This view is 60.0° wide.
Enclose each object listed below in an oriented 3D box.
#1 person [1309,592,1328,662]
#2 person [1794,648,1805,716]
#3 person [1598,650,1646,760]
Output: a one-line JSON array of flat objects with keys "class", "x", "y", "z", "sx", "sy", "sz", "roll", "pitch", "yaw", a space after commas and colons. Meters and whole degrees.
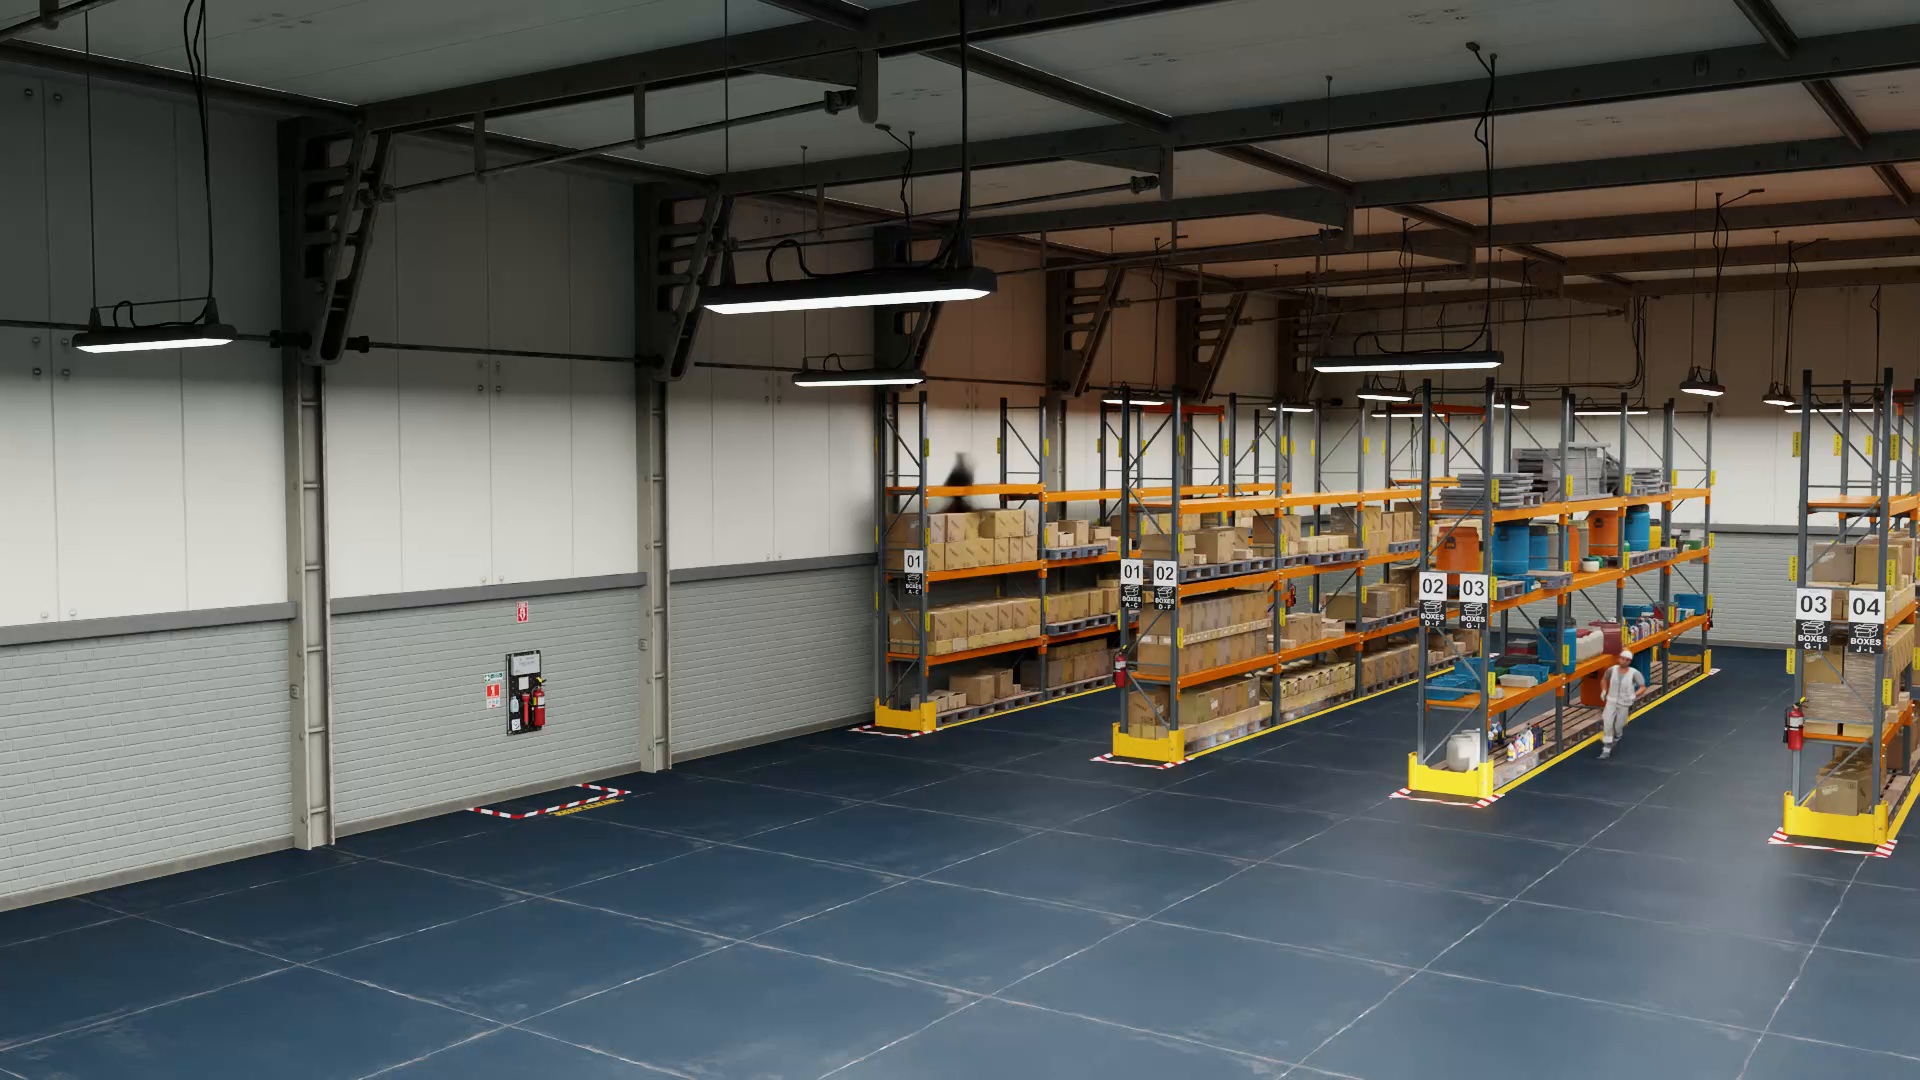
[{"class": "person", "x": 8.125, "y": 2.052, "z": 37.254, "sx": 0.675, "sy": 1.773, "sz": 0.848, "roll": 3, "pitch": 4, "yaw": 38}, {"class": "person", "x": 15.641, "y": 2.448, "z": 30.730, "sx": 0.583, "sy": 1.655, "sz": 0.613, "roll": 2, "pitch": 4, "yaw": 32}, {"class": "person", "x": 10.687, "y": 2.640, "z": 26.850, "sx": 0.691, "sy": 1.744, "sz": 0.877, "roll": 2, "pitch": 4, "yaw": 30}]
